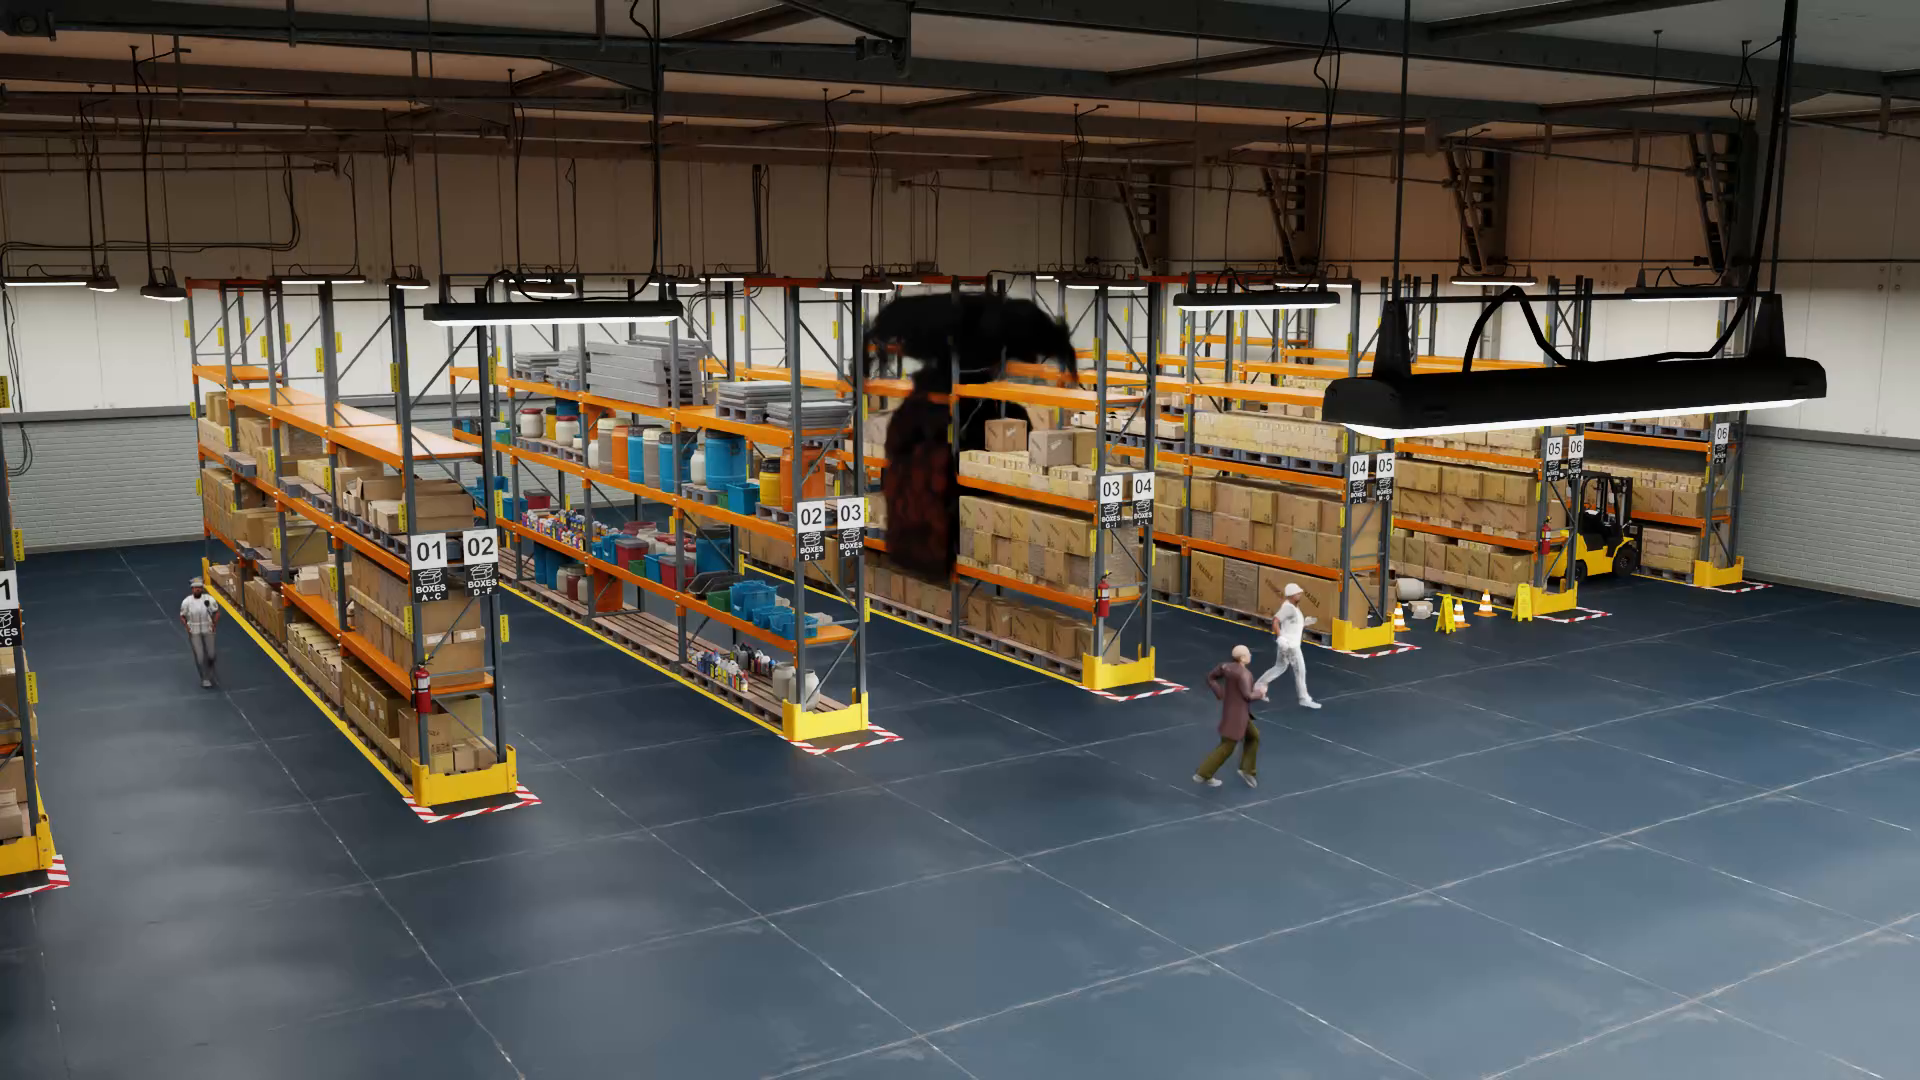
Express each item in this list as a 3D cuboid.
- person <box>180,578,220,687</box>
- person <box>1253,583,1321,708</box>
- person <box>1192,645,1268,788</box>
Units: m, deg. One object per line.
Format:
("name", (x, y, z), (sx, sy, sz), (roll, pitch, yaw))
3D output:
("person", (-11.361, 1.368, 24.897), (0.555, 1.654, 0.550), (-5, 11, -26))
("person", (4.647, 1.489, 23.585), (0.992, 1.782, 0.679), (1, 10, 6))
("person", (3.240, 2.167, 19.911), (0.903, 1.840, 0.679), (-1, 10, -7))
